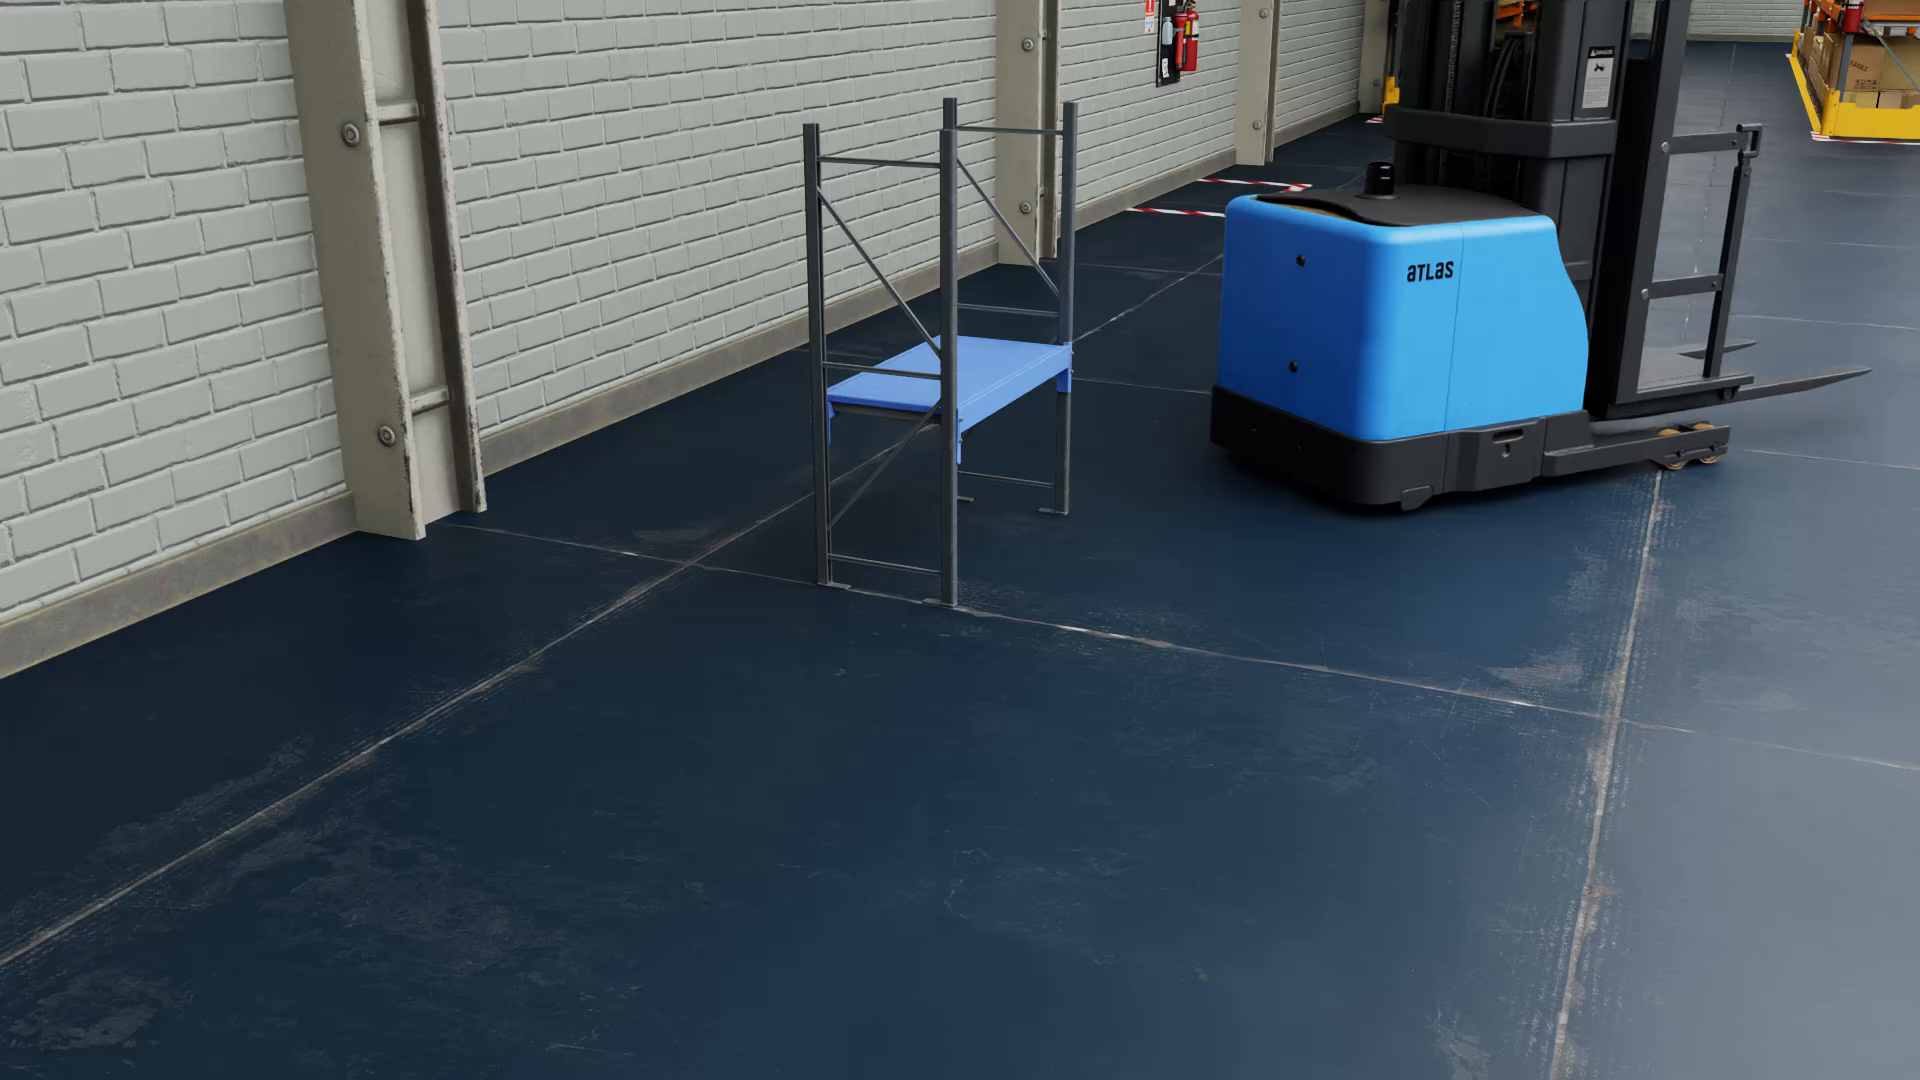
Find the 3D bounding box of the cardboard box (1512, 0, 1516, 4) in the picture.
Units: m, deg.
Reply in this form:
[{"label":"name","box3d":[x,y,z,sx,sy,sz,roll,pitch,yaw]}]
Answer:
[{"label":"cardboard box","box3d":[7.181,-7.331,22.301,0.500,0.250,0.500,8,21,22]}]

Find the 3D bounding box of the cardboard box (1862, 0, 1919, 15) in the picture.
[{"label":"cardboard box","box3d":[10.587,-6.173,18.700,0.700,0.500,0.500,9,21,23]}]

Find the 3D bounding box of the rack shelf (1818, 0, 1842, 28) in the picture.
[{"label":"rack shelf","box3d":[12.841,-7.480,23.598,1.077,0.370,4.000,9,21,23]}]

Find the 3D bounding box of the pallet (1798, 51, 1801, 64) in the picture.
[{"label":"pallet","box3d":[16.079,-8.923,30.745,1.003,0.211,1.213,9,21,23]}]

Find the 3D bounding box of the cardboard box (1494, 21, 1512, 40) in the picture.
[{"label":"cardboard box","box3d":[7.965,-7.631,24.905,0.500,0.250,0.500,8,21,22]}]

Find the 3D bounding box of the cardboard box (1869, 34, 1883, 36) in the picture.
[{"label":"cardboard box","box3d":[14.317,-7.720,26.275,0.500,0.500,0.500,8,21,21]}]

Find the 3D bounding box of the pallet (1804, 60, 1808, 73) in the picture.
[{"label":"pallet","box3d":[15.000,-8.085,28.388,1.003,0.211,1.213,9,21,23]}]

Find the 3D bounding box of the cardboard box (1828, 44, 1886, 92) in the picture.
[{"label":"cardboard box","box3d":[10.332,-5.445,19.161,0.500,0.500,0.500,9,21,23]}]

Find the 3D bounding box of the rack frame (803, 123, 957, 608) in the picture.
[{"label":"rack frame","box3d":[-0.243,-0.525,5.207,0.500,1.500,0.032,9,21,23]}]

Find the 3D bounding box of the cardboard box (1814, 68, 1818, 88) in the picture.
[{"label":"cardboard box","box3d":[11.928,-6.276,22.617,0.500,0.250,0.500,8,21,22]}]

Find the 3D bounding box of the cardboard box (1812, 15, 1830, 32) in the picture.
[{"label":"cardboard box","box3d":[14.263,-8.462,27.242,0.500,0.250,0.500,8,21,22]}]

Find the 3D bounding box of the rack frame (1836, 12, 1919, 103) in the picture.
[{"label":"rack frame","box3d":[10.384,-5.985,18.320,1.000,3.000,0.127,9,21,23]}]

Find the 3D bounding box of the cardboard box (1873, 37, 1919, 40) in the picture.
[{"label":"cardboard box","box3d":[11.615,-5.987,20.684,0.500,0.500,0.500,9,21,23]}]

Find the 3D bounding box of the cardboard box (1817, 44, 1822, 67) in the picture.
[{"label":"cardboard box","box3d":[12.134,-6.697,22.963,0.500,0.311,0.500,9,22,24]}]

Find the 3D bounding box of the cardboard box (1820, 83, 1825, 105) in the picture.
[{"label":"cardboard box","box3d":[10.731,-5.399,20.150,0.500,0.250,0.500,9,21,23]}]

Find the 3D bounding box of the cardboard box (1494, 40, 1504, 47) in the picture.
[{"label":"cardboard box","box3d":[7.788,-7.143,24.651,0.700,0.500,0.500,9,22,25]}]

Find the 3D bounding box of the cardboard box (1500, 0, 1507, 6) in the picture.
[{"label":"cardboard box","box3d":[6.767,-7.023,21.434,0.500,0.250,0.500,8,21,22]}]

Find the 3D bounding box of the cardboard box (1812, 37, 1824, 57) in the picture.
[{"label":"cardboard box","box3d":[12.970,-7.315,24.701,0.500,0.311,0.500,8,21,21]}]

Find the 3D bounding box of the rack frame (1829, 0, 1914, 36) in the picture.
[{"label":"rack frame","box3d":[12.022,-7.207,21.758,1.000,3.000,0.127,9,21,23]}]

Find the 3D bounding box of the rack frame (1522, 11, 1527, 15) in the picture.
[{"label":"rack frame","box3d":[9.139,-9.109,27.105,1.000,3.000,0.127,9,21,23]}]

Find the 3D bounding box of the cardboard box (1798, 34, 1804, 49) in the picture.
[{"label":"cardboard box","box3d":[16.045,-9.354,31.243,0.500,0.250,0.500,9,21,23]}]

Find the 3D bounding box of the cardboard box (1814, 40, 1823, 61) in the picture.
[{"label":"cardboard box","box3d":[12.550,-7.002,23.822,0.500,0.311,0.500,8,21,22]}]

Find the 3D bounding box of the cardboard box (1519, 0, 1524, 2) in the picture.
[{"label":"cardboard box","box3d":[7.584,-7.638,23.164,0.500,0.250,0.500,9,21,23]}]

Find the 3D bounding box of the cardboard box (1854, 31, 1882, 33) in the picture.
[{"label":"cardboard box","box3d":[14.736,-8.033,27.155,0.500,0.500,0.500,8,21,21]}]

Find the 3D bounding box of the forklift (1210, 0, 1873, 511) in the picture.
[{"label":"forklift","box3d":[2.595,-1.813,6.692,3.031,2.935,1.130,-9,22,-25]}]

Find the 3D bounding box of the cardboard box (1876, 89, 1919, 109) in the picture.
[{"label":"cardboard box","box3d":[10.807,-5.020,19.086,0.500,0.250,0.500,9,21,23]}]

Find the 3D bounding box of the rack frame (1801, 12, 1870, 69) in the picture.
[{"label":"rack frame","box3d":[15.298,-9.653,28.635,1.000,3.000,0.127,9,21,23]}]

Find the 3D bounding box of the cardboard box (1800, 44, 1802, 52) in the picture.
[{"label":"cardboard box","box3d":[15.372,-8.853,29.984,0.380,0.149,0.250,9,21,23]}]

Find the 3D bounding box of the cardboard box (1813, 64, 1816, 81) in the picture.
[{"label":"cardboard box","box3d":[12.345,-6.587,23.491,0.500,0.250,0.500,9,21,24]}]

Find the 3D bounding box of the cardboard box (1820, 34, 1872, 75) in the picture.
[{"label":"cardboard box","box3d":[11.349,-6.210,21.312,0.500,0.500,0.500,9,21,23]}]

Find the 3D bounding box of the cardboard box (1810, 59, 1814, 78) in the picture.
[{"label":"cardboard box","box3d":[12.765,-6.899,24.369,0.500,0.250,0.500,8,21,21]}]

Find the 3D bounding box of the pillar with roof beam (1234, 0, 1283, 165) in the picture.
[{"label":"pillar with roof beam","box3d":[6.831,-7.398,13.340,9.100,9.000,0.400,9,21,23]}]

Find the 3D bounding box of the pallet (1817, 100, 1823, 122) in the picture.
[{"label":"pallet","box3d":[11.160,-5.282,20.506,1.003,0.211,1.213,9,21,23]}]

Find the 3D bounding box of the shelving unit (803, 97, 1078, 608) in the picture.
[{"label":"shelving unit","box3d":[-0.035,-0.681,5.644,0.538,1.500,1.048,9,21,23]}]

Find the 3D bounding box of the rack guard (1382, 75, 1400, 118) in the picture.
[{"label":"rack guard","box3d":[5.895,-5.509,20.712,1.175,0.500,0.348,9,21,23]}]

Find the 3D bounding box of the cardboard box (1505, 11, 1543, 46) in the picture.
[{"label":"cardboard box","box3d":[9.560,-8.501,27.976,0.750,0.750,0.750,8,21,22]}]

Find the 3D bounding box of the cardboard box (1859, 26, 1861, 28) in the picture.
[{"label":"cardboard box","box3d":[16.938,-9.705,31.856,0.500,0.500,0.500,9,21,23]}]

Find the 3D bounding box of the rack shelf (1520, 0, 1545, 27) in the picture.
[{"label":"rack shelf","box3d":[8.320,-8.158,25.506,1.077,0.370,4.000,9,21,23]}]

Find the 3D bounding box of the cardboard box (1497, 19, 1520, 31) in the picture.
[{"label":"cardboard box","box3d":[8.395,-7.941,25.775,0.500,0.250,0.500,8,21,22]}]

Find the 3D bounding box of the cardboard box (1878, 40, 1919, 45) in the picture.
[{"label":"cardboard box","box3d":[11.203,-5.681,19.825,0.500,0.500,0.500,9,21,23]}]

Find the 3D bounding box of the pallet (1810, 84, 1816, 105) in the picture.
[{"label":"pallet","box3d":[12.288,-6.124,22.874,1.003,0.211,1.213,9,21,23]}]

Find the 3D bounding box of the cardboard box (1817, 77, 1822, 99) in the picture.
[{"label":"cardboard box","box3d":[11.137,-5.705,21.012,0.500,0.250,0.500,9,21,23]}]

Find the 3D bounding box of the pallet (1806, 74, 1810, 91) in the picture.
[{"label":"pallet","box3d":[13.288,-6.870,24.971,1.003,0.211,1.213,9,21,23]}]

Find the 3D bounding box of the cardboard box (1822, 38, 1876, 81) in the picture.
[{"label":"cardboard box","box3d":[10.934,-5.905,20.455,0.500,0.500,0.500,9,21,23]}]

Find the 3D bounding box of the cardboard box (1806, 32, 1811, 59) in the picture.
[{"label":"cardboard box","box3d":[14.670,-8.403,28.196,0.500,0.500,0.500,9,21,23]}]

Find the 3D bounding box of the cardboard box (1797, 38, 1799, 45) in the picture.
[{"label":"cardboard box","box3d":[16.349,-9.591,32.032,0.380,0.166,0.250,9,21,23]}]

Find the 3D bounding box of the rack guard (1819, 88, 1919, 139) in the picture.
[{"label":"rack guard","box3d":[10.374,-4.800,18.718,1.175,0.500,0.348,9,21,23]}]

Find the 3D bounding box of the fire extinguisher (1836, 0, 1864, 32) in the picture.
[{"label":"fire extinguisher","box3d":[9.912,-5.976,18.411,0.296,0.674,0.183,9,21,23]}]

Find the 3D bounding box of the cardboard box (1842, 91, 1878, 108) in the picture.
[{"label":"cardboard box","box3d":[10.334,-5.091,19.285,0.500,0.250,0.500,9,21,23]}]

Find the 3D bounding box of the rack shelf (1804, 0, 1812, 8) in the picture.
[{"label":"rack shelf","box3d":[16.117,-9.925,30.475,1.077,0.370,4.000,9,21,23]}]

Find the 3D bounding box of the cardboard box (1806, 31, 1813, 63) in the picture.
[{"label":"cardboard box","box3d":[14.251,-8.097,27.335,0.500,0.500,0.500,8,21,21]}]

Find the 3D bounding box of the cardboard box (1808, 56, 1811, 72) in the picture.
[{"label":"cardboard box","box3d":[13.178,-7.213,25.250,0.500,0.250,0.500,8,21,23]}]

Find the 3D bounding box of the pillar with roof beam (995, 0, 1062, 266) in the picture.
[{"label":"pillar with roof beam","box3d":[4.375,-5.563,8.183,9.100,9.000,0.400,9,21,23]}]

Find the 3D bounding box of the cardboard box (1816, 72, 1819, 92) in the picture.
[{"label":"cardboard box","box3d":[11.556,-6.010,21.867,0.500,0.250,0.500,9,21,23]}]
